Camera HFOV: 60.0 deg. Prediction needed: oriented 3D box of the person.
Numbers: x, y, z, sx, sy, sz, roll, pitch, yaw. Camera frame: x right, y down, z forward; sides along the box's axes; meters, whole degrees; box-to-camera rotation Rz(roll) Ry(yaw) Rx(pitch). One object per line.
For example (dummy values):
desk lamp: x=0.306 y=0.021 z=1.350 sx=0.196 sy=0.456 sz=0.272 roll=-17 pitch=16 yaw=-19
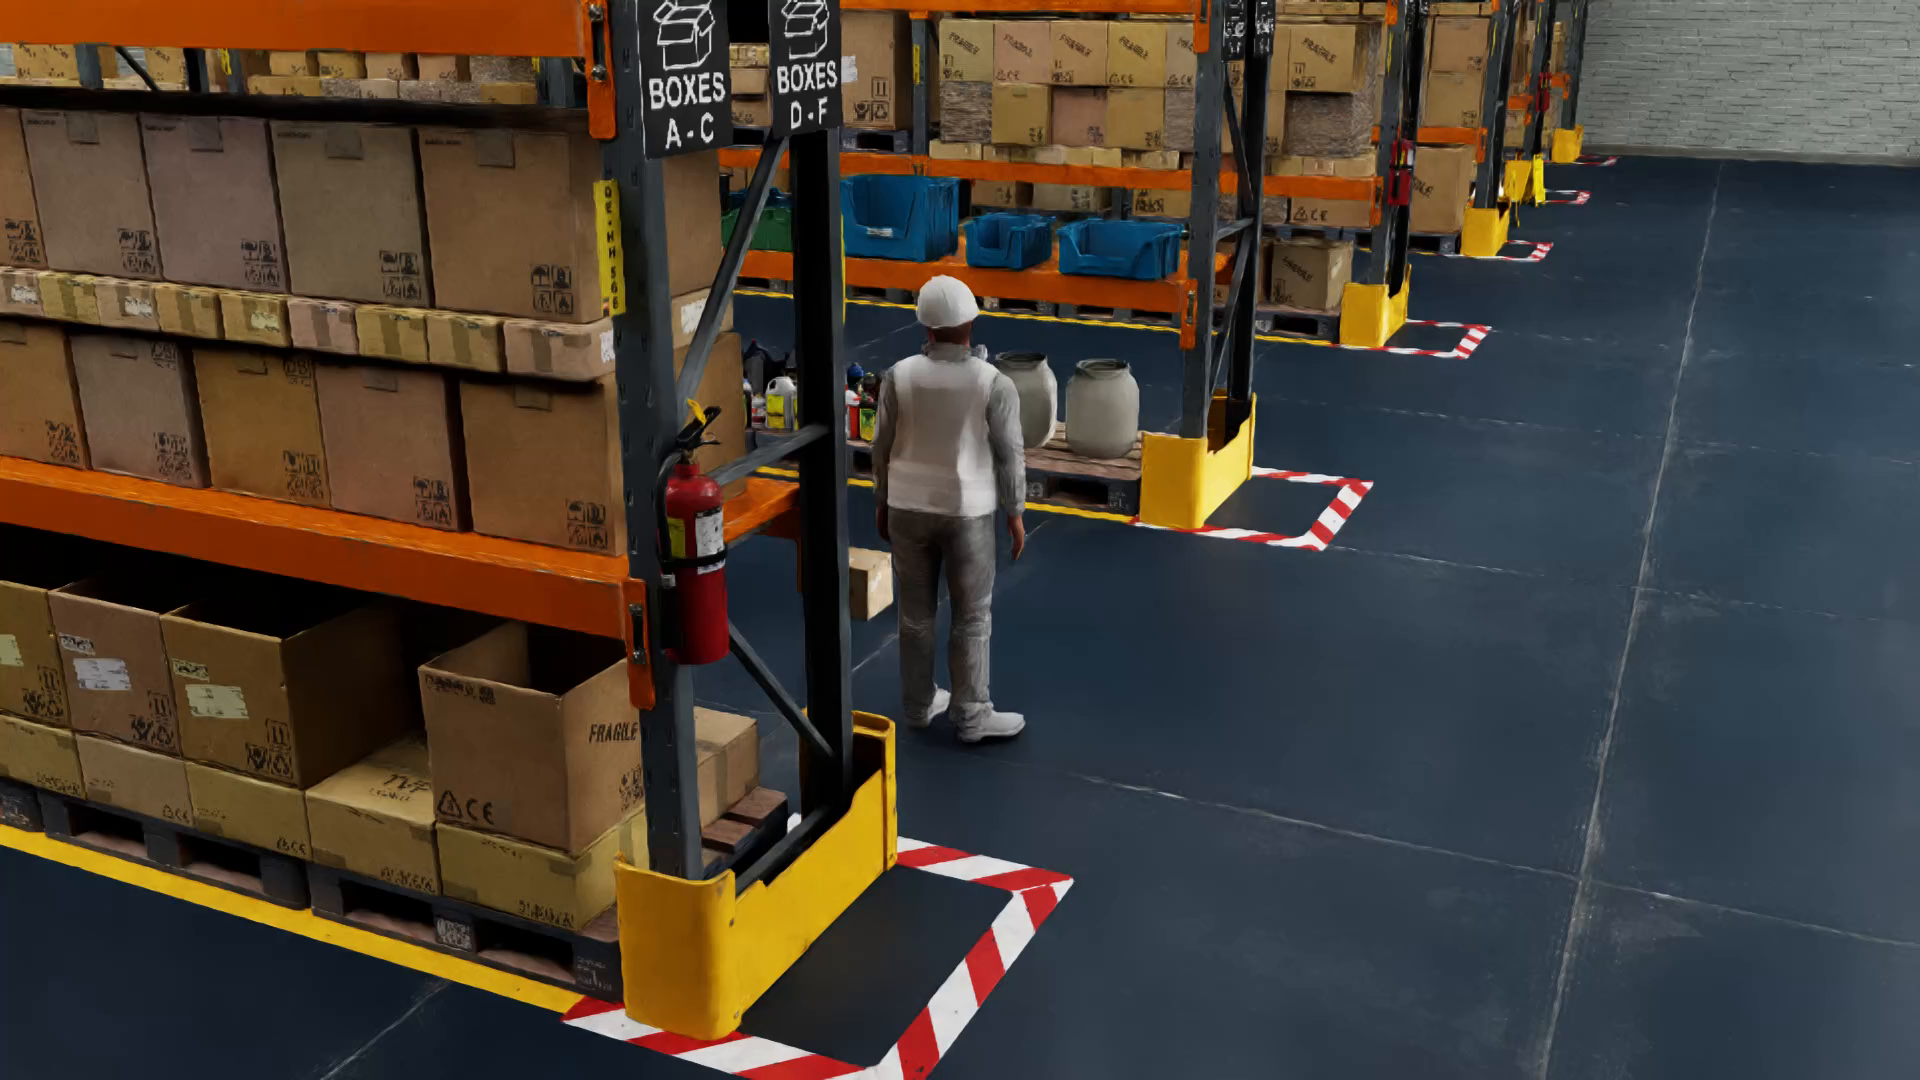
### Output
person: x=-0.038 y=-0.116 z=6.281 sx=0.591 sy=1.784 sz=0.383 roll=5 pitch=20 yaw=15
